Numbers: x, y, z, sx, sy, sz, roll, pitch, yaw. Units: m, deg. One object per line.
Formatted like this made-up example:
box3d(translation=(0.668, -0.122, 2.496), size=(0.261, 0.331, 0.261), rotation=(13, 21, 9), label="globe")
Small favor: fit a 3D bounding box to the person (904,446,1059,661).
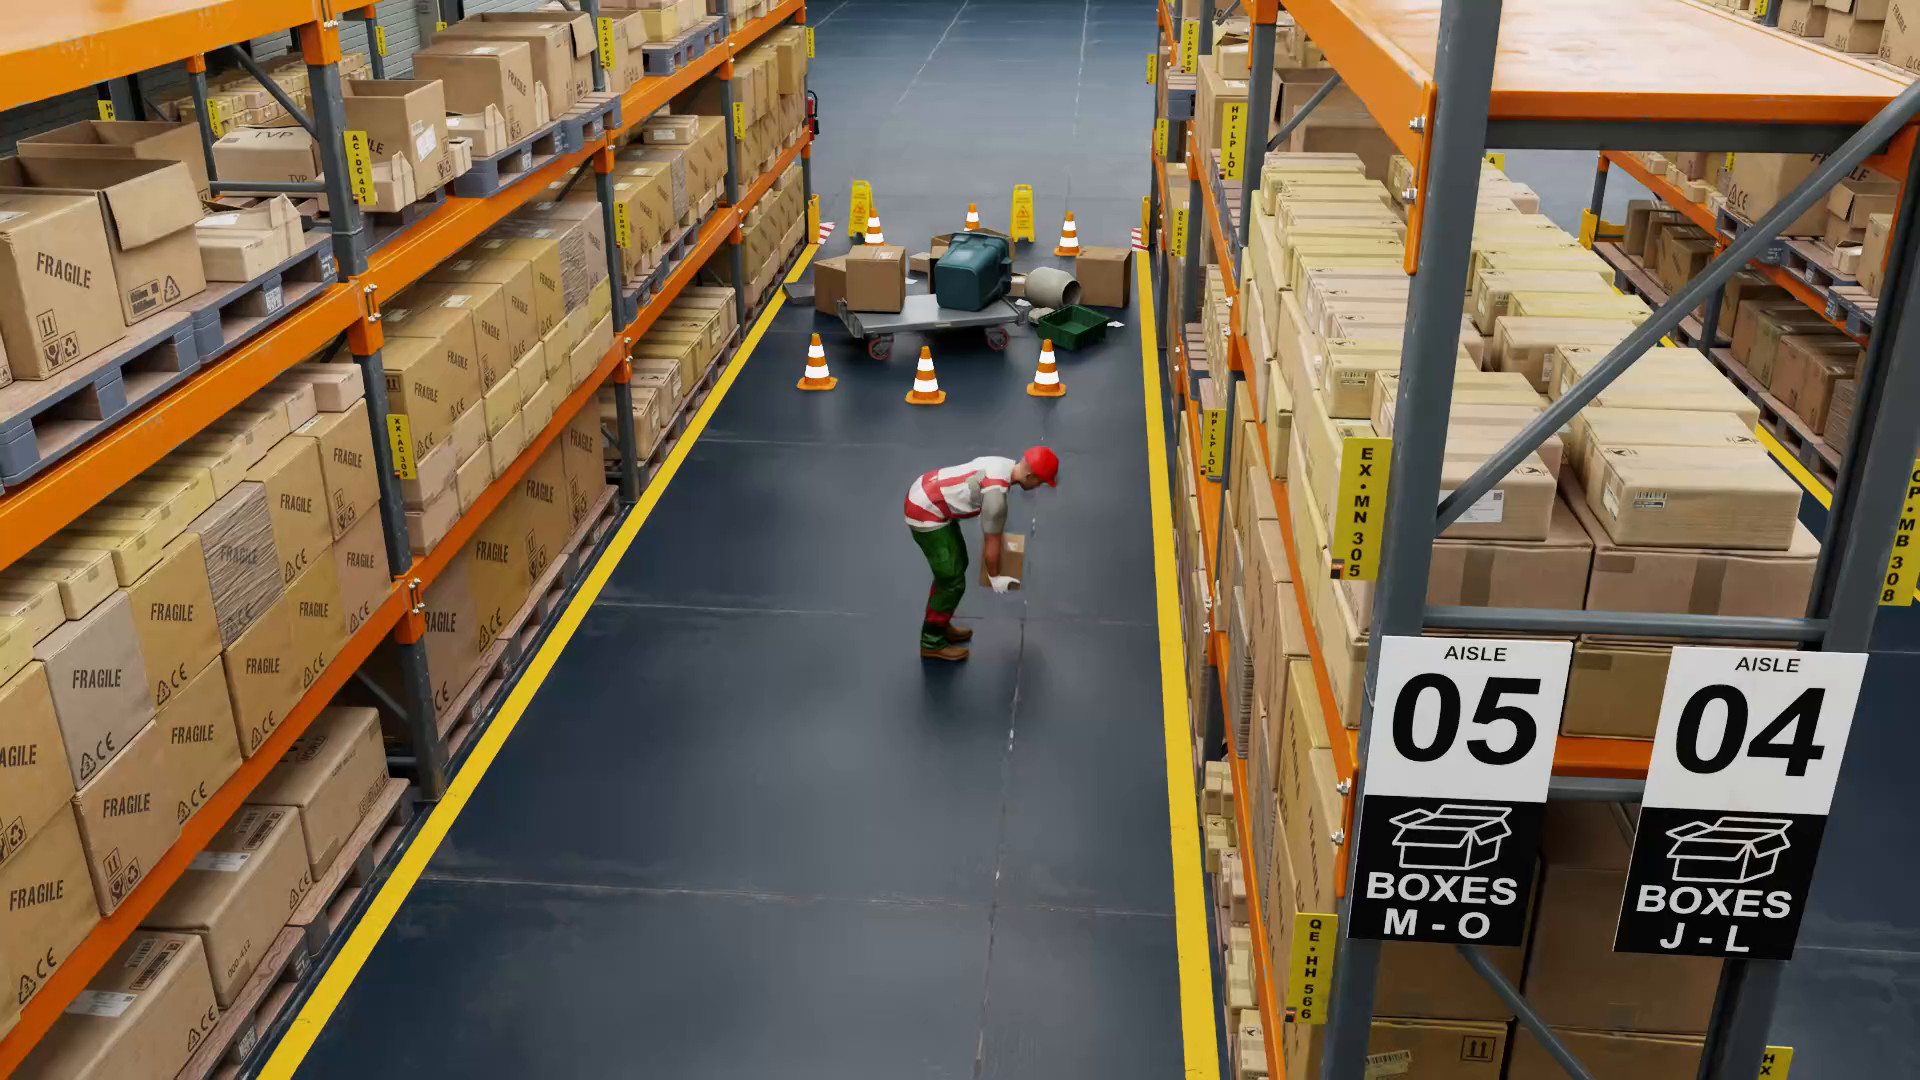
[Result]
box3d(translation=(0.122, 0.057, 9.995), size=(0.914, 1.335, 0.487), rotation=(1, 24, 3), label="person")
